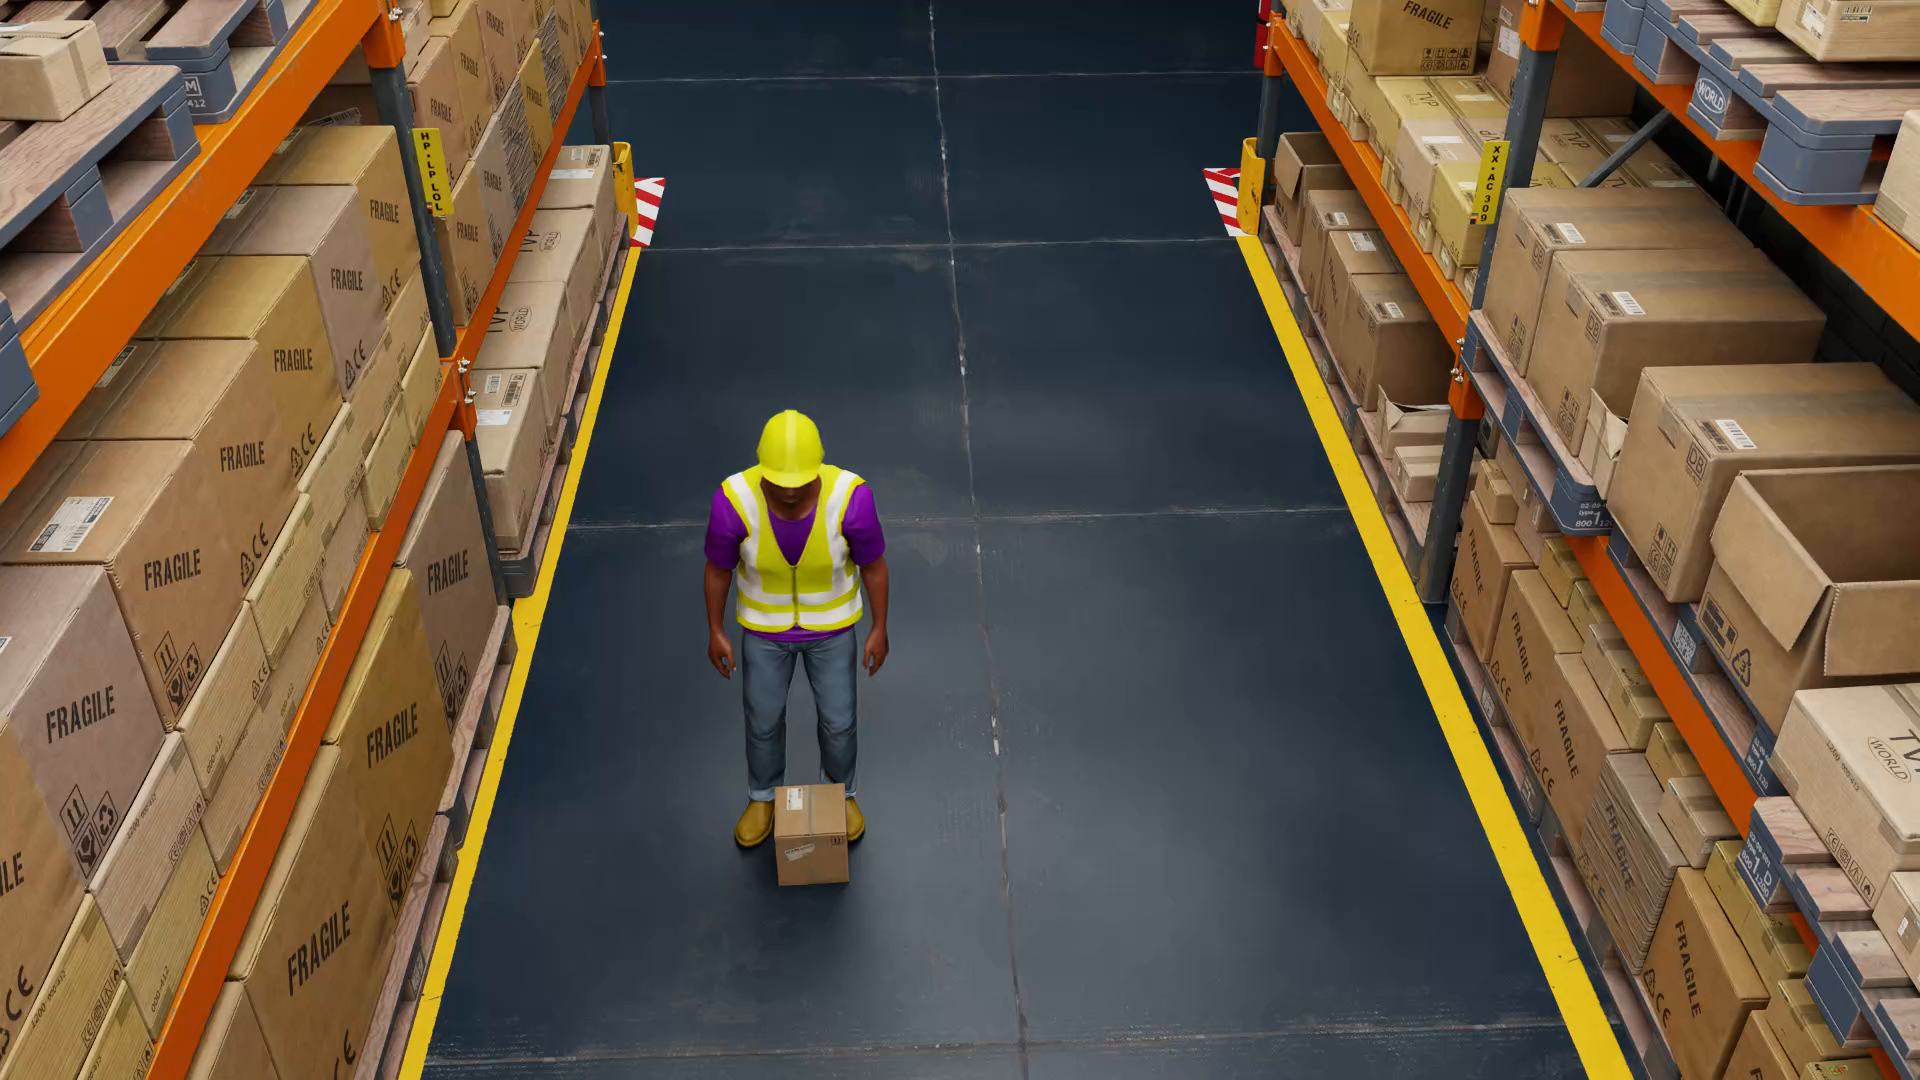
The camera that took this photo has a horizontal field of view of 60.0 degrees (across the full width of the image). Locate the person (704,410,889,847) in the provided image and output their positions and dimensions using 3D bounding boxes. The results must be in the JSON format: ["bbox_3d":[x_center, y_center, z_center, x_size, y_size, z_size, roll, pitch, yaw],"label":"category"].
[{"bbox_3d":[-0.553,0.306,5.692,0.626,1.761,0.458,-2,35,-2],"label":"person"}]
